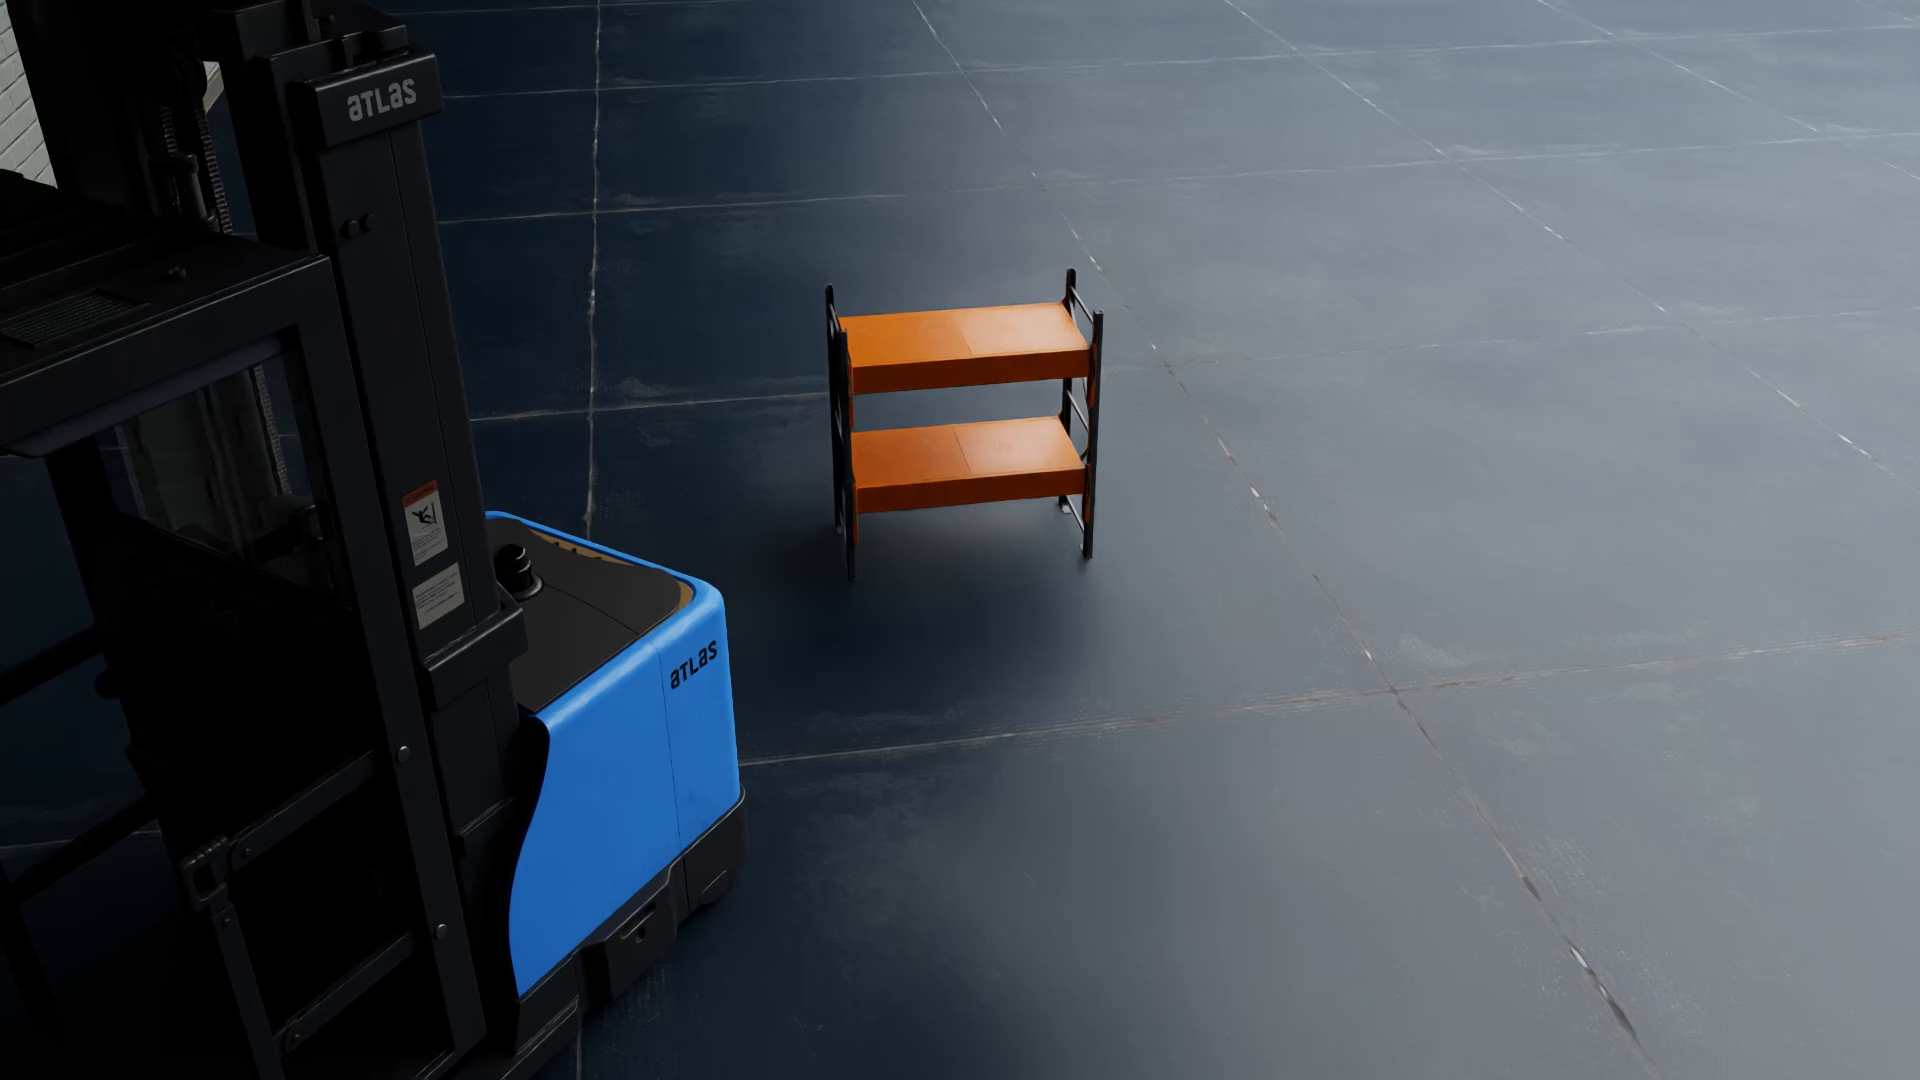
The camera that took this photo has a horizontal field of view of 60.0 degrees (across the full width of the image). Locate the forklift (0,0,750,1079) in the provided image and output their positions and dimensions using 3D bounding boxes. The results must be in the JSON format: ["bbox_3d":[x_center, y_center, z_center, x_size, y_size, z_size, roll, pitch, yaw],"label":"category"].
[{"bbox_3d":[-1.871,0.314,3.825,1.130,2.935,3.031,17,34,26],"label":"forklift"}]

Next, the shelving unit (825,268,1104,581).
[{"bbox_3d":[0.007,-0.486,6.966,1.048,1.125,0.538,-5,31,-9],"label":"shelving unit"}]

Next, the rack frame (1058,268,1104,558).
[{"bbox_3d":[0.507,-0.532,7.045,0.032,1.125,0.500,-5,31,-9],"label":"rack frame"}]

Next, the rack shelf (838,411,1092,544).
[{"bbox_3d":[0.007,-0.275,7.090,1.000,0.278,0.538,-5,31,-9],"label":"rack shelf"}]

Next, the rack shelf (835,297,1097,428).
[{"bbox_3d":[0.007,-0.738,6.818,1.000,0.278,0.538,-5,31,-9],"label":"rack shelf"}]

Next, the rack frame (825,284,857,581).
[{"bbox_3d":[-0.493,-0.439,6.887,0.032,1.125,0.500,-5,31,-9],"label":"rack frame"}]
